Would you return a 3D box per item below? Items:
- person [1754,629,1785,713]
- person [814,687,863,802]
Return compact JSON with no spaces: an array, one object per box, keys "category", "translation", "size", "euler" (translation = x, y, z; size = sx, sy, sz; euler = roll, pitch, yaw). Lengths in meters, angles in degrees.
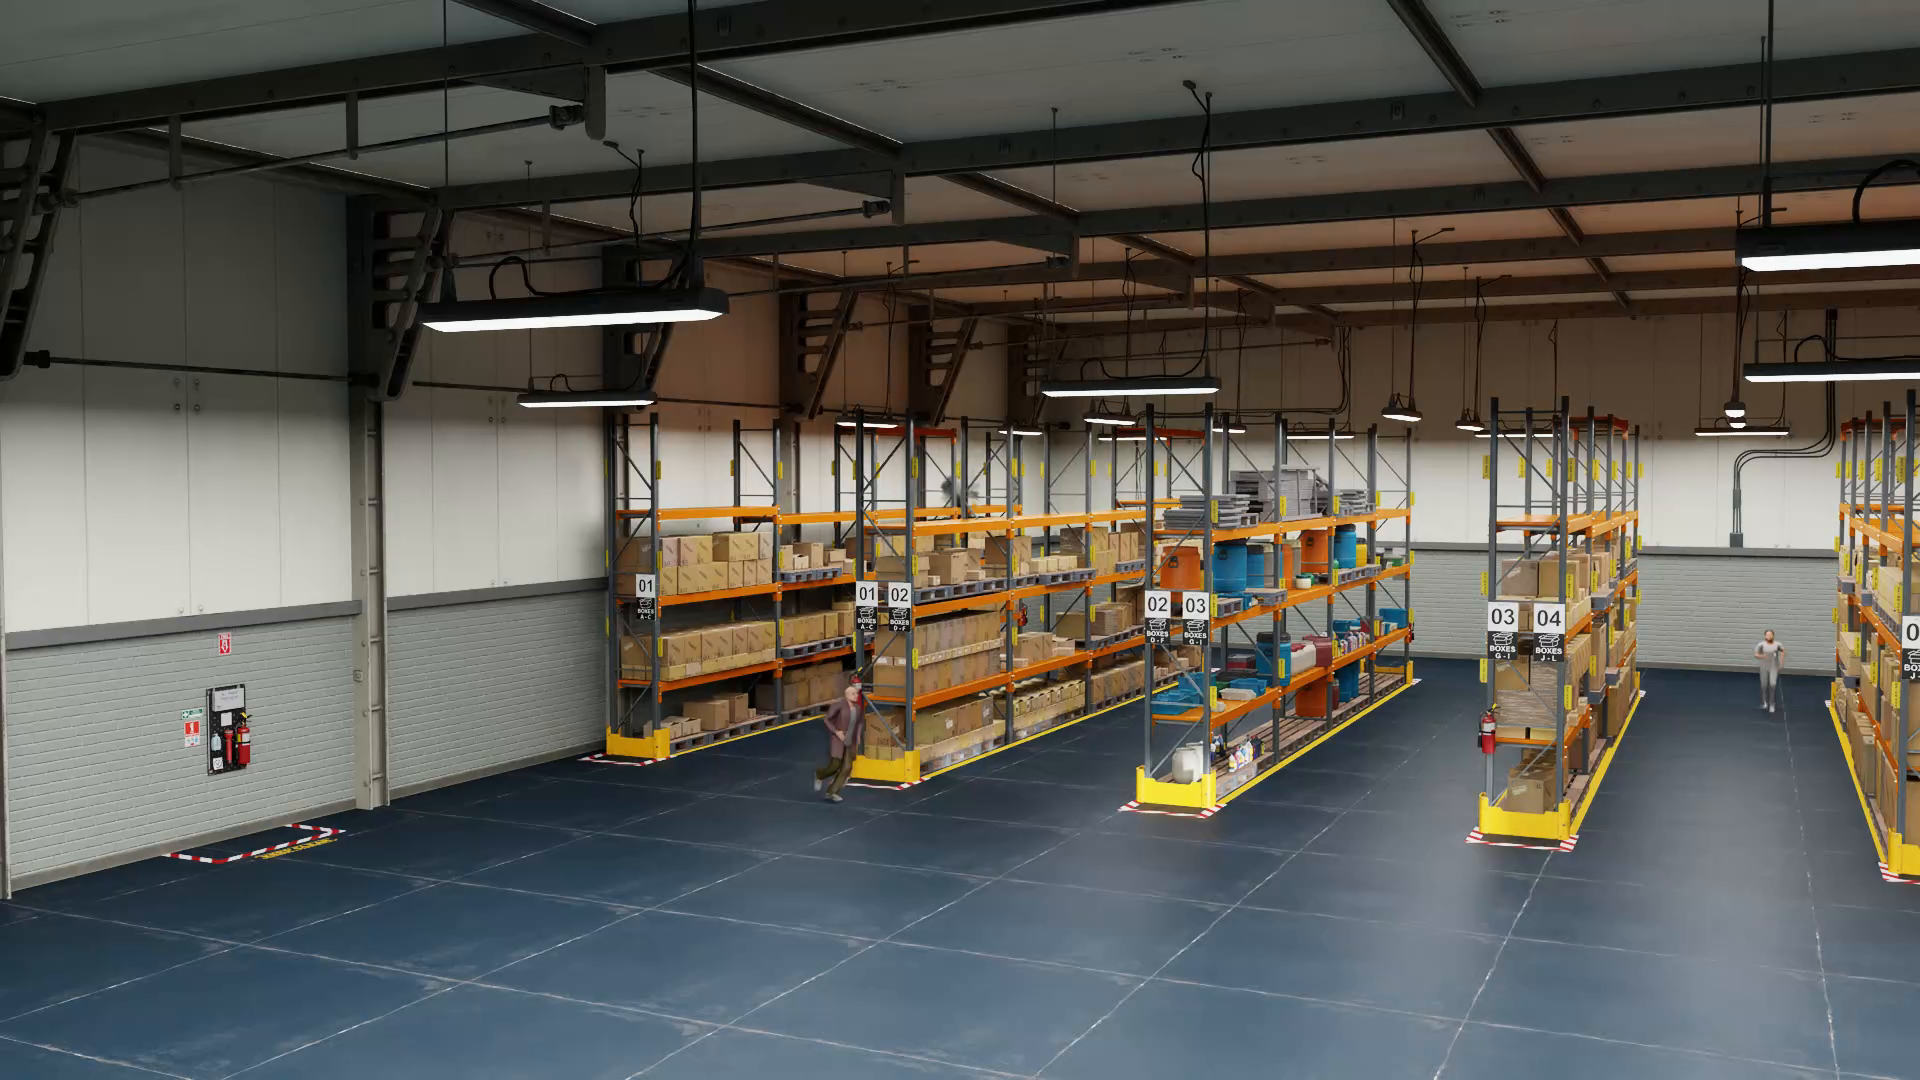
[{"category":"person","translation":[16.759,2.691,34.451],"size":[0.565,1.689,0.899],"euler":[1,3,29]},{"category":"person","translation":[-1.774,3.092,25.439],"size":[0.740,1.695,0.696],"euler":[-2,3,-35]}]
